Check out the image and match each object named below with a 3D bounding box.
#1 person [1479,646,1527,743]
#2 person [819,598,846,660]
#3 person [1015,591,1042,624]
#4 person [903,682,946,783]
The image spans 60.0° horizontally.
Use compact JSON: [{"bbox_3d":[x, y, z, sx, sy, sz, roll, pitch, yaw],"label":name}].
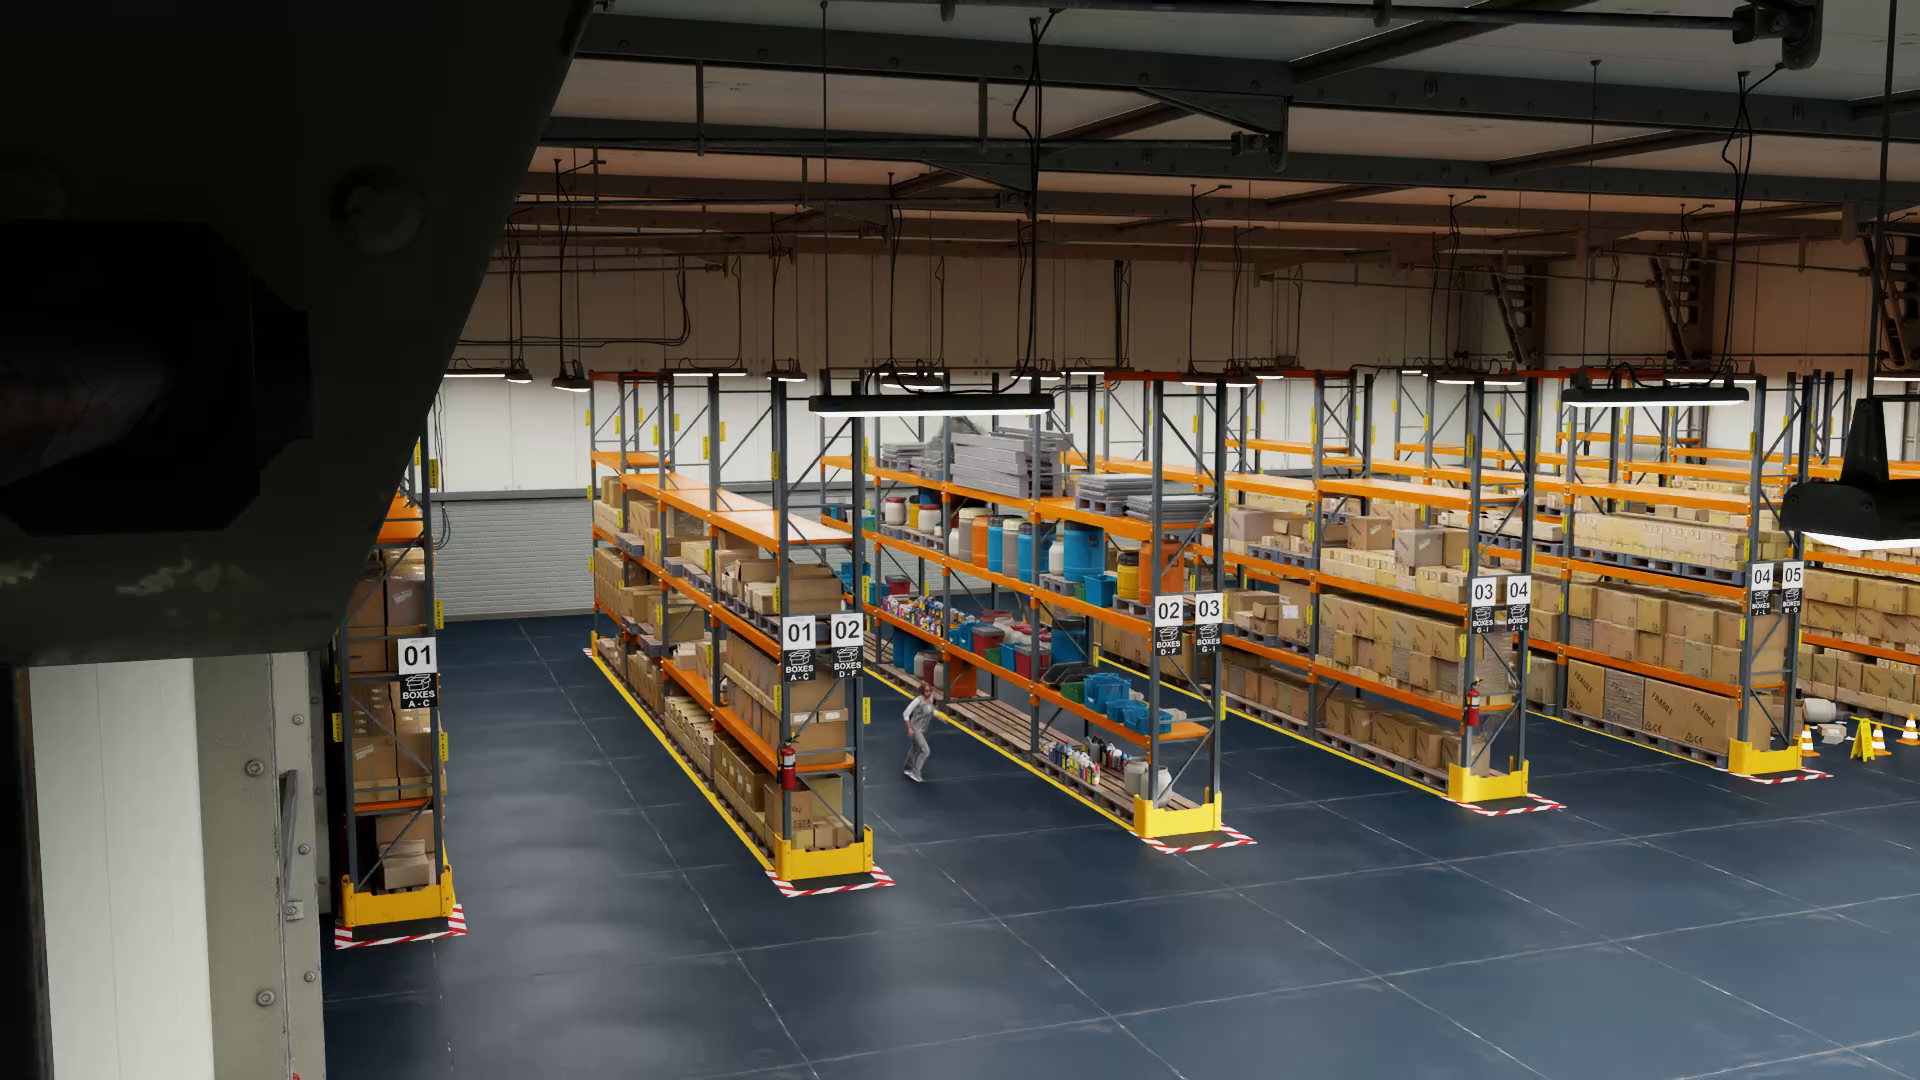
[{"bbox_3d":[8.802,2.503,26.991,0.571,1.620,0.762,-4,8,-33],"label":"person"},{"bbox_3d":[-2.555,1.720,32.240,0.708,1.794,0.687,-1,7,-12],"label":"person"},{"bbox_3d":[1.526,1.520,35.682,0.551,1.698,0.825,-3,7,-25],"label":"person"},{"bbox_3d":[-0.563,2.849,24.721,0.786,1.559,0.563,3,7,24],"label":"person"}]
